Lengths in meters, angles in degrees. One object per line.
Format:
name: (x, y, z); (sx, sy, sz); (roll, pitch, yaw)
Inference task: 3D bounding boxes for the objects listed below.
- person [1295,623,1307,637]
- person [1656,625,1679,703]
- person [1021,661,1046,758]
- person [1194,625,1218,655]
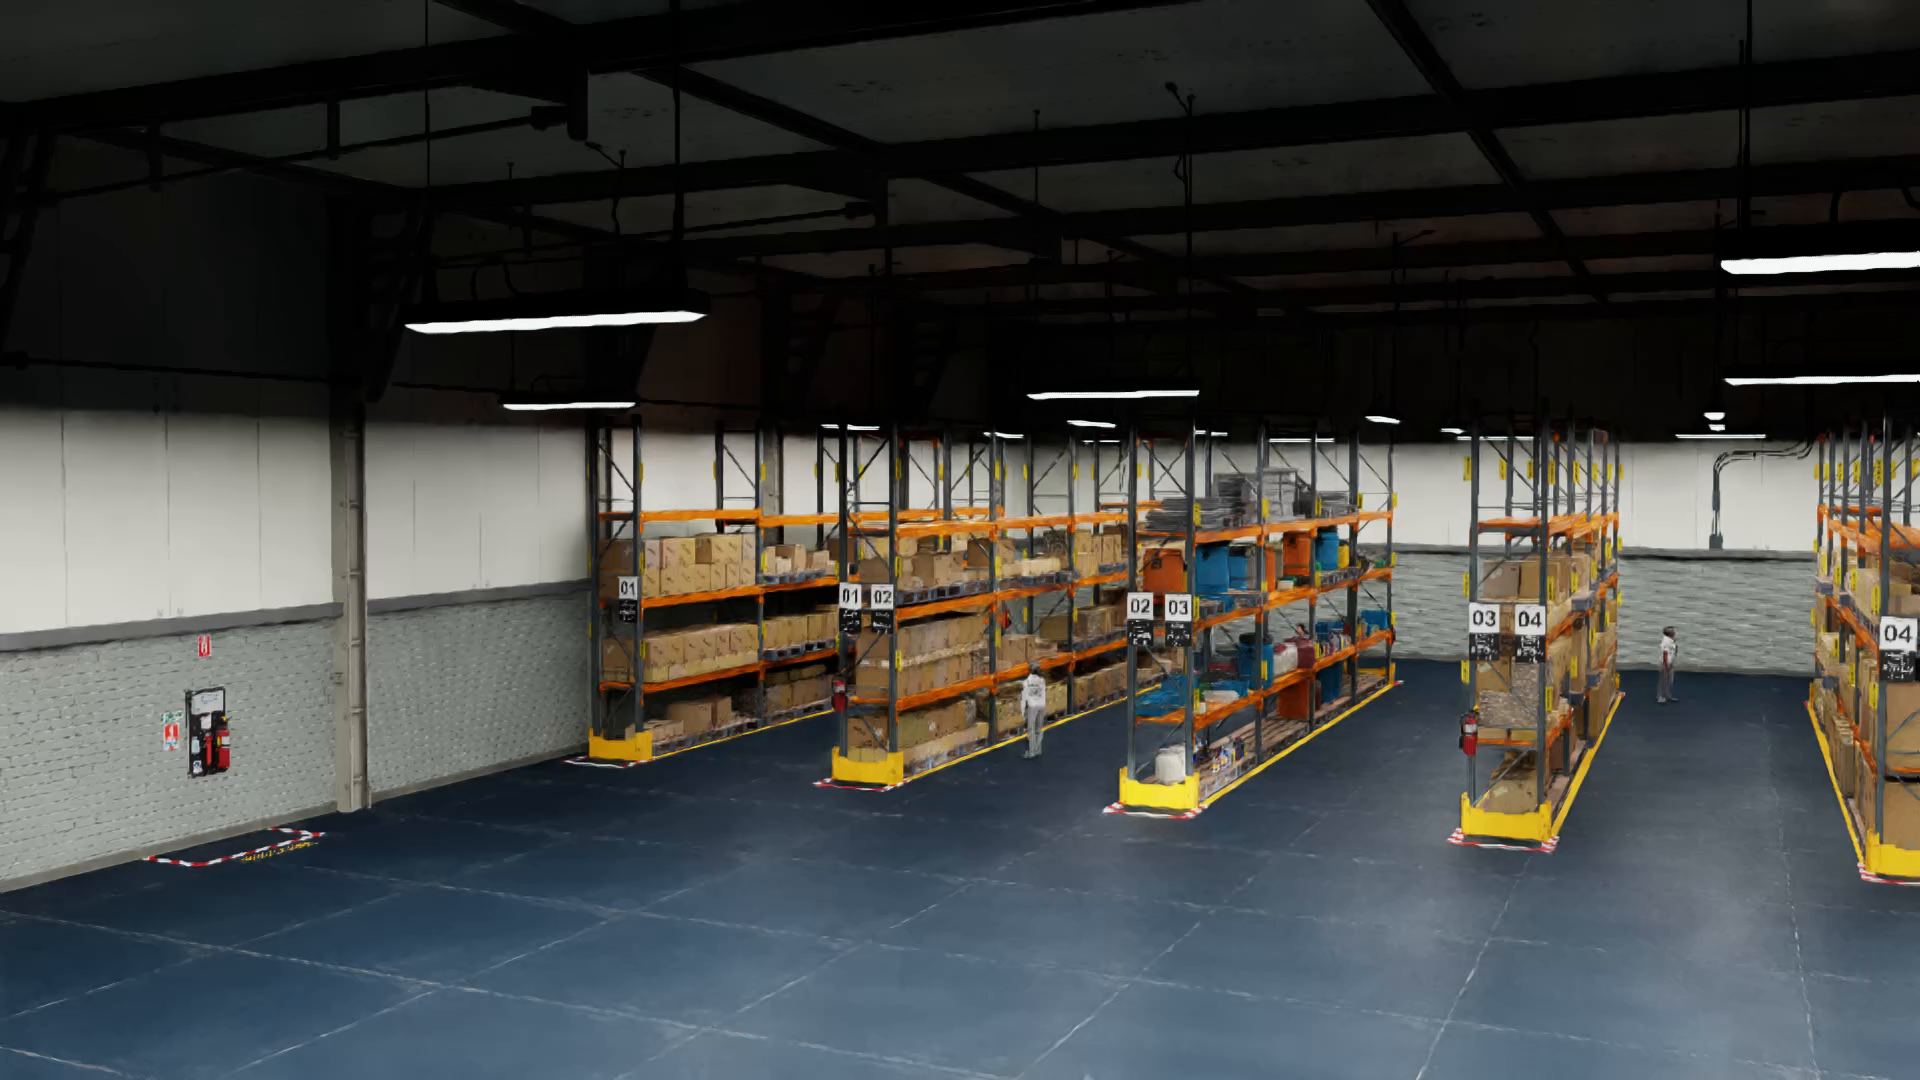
person: (7.682, 2.662, 37.309); (0.862, 1.611, 0.484); (-2, 3, -43)
person: (15.314, 2.673, 35.992); (0.386, 1.679, 0.564); (2, 3, 38)
person: (1.258, 2.956, 29.138); (0.525, 1.677, 0.455); (-2, 3, -34)
person: (6.710, 2.277, 45.517); (0.696, 1.689, 0.847); (0, 2, 6)
